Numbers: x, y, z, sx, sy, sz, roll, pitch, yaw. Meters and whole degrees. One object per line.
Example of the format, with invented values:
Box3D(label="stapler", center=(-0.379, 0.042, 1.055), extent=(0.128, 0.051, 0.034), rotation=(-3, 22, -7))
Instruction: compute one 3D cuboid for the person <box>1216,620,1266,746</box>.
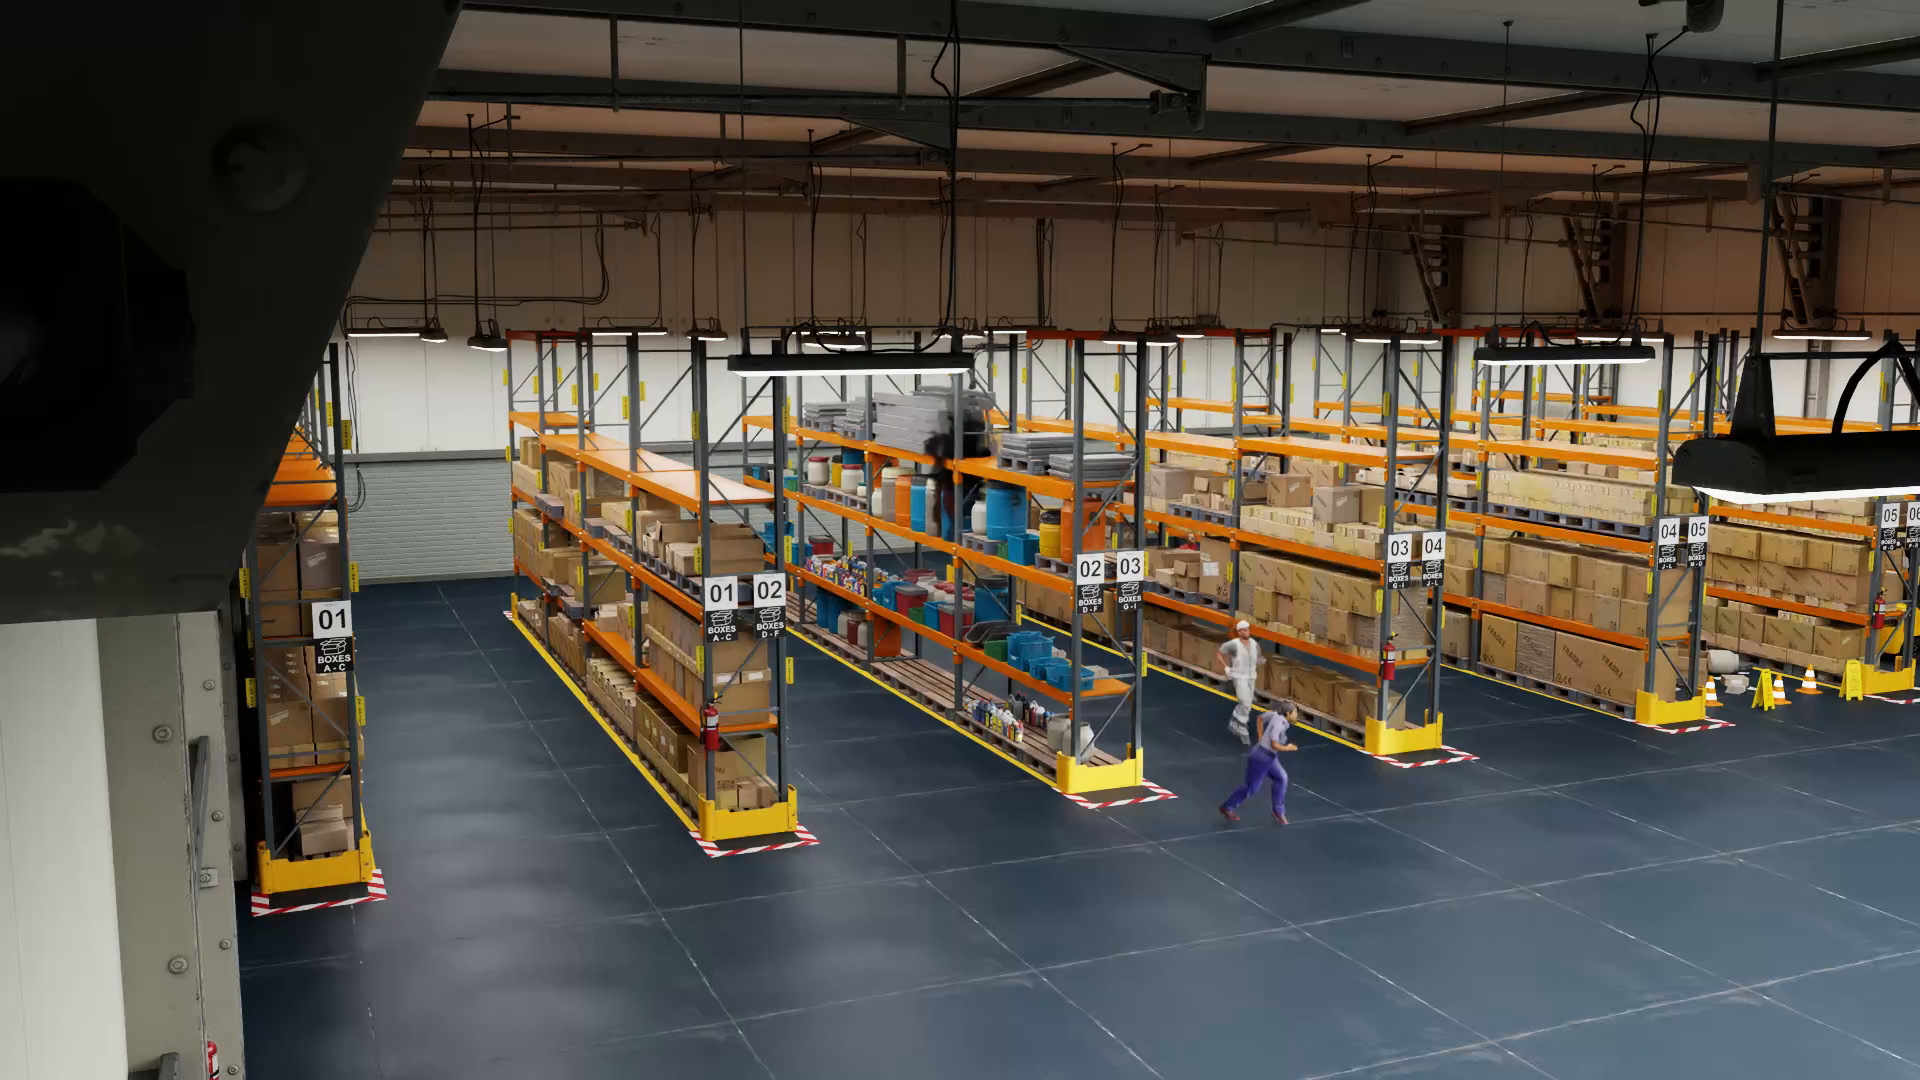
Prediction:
Box3D(label="person", center=(4.204, 2.105, 24.624), extent=(0.630, 1.844, 0.735), rotation=(-5, 9, -30))

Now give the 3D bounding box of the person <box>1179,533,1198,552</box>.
Box3D(label="person", center=(4.779, 0.715, 35.033), extent=(0.608, 1.767, 0.909), rotation=(-4, 9, -25))

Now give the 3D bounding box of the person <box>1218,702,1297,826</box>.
Box3D(label="person", center=(3.703, 2.796, 20.679), extent=(0.956, 1.598, 0.645), rotation=(1, 8, 6))
